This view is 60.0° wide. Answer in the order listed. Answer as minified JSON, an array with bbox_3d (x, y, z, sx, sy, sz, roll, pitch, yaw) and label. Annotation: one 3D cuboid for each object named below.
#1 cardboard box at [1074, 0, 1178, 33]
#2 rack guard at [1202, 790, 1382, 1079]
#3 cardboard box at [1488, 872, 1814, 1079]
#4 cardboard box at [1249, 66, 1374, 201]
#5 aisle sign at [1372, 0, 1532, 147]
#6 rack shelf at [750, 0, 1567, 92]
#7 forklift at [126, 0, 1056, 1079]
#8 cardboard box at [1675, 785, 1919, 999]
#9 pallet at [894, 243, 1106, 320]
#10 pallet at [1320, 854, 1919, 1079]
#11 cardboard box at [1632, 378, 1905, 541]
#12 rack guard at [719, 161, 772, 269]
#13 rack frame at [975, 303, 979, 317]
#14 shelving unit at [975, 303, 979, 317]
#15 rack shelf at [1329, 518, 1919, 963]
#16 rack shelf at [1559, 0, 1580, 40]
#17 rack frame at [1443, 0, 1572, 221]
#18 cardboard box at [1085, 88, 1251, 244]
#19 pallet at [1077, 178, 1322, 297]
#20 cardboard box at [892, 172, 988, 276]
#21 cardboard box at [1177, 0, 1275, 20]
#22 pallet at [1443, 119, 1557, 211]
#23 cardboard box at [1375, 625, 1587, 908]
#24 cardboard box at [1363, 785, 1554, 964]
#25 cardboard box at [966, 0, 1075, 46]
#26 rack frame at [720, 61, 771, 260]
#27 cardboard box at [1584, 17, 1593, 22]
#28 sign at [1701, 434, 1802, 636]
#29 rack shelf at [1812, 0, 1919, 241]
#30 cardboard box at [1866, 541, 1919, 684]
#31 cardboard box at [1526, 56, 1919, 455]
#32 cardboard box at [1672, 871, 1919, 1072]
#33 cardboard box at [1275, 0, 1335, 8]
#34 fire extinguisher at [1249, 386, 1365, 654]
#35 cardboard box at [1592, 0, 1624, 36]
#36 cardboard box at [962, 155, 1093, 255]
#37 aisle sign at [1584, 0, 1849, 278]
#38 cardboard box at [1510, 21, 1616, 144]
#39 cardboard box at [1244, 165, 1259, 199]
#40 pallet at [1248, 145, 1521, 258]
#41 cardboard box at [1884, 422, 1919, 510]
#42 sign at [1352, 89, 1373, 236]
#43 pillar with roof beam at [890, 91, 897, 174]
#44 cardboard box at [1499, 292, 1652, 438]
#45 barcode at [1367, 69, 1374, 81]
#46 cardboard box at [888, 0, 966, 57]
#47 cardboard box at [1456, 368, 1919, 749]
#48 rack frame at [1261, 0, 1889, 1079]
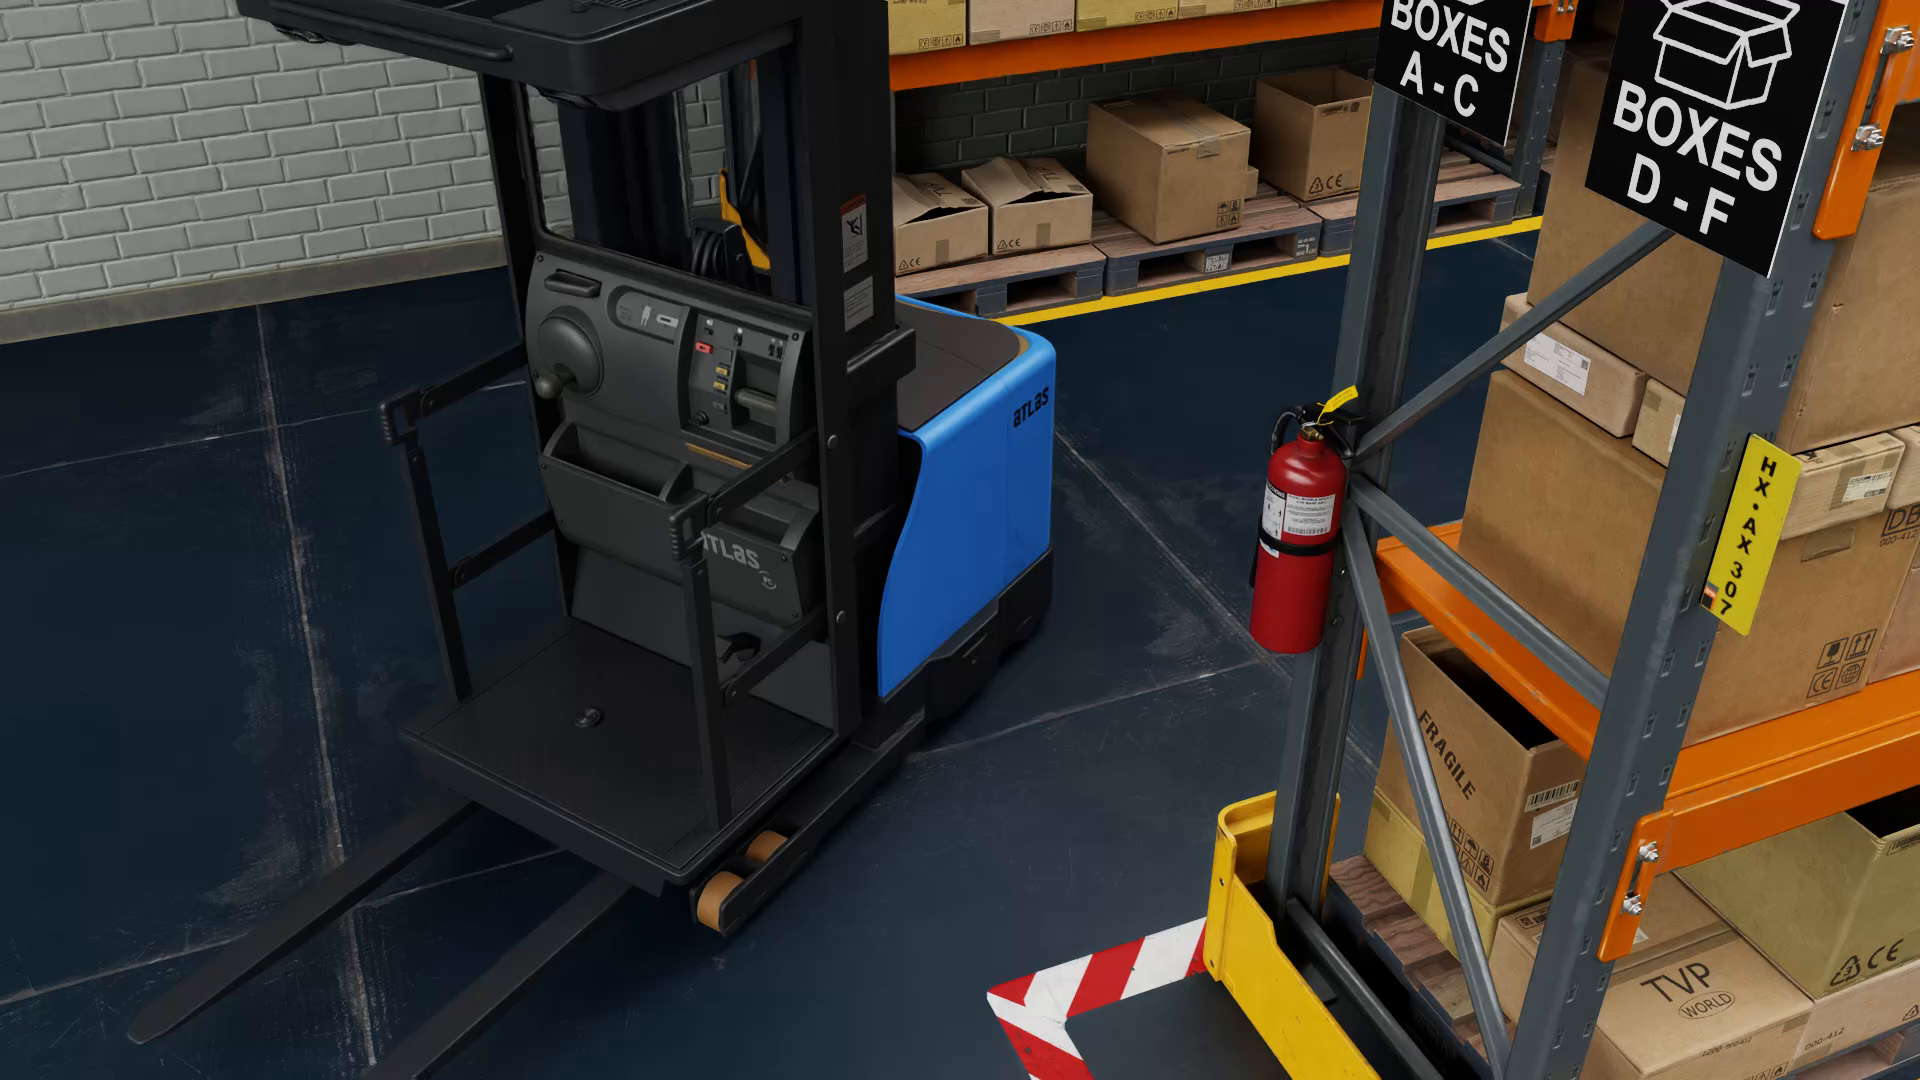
[{"bbox_3d":[0.641,-2.490,7.445,0.500,0.250,0.500,-13,35,-20],"label":"cardboard box"},{"bbox_3d":[1.022,1.164,4.003,0.348,0.500,1.175,-13,35,-19],"label":"rack guard"},{"bbox_3d":[1.625,1.086,3.967,0.500,0.250,0.500,-13,35,-19],"label":"cardboard box"},{"bbox_3d":[1.870,-2.121,8.648,0.500,0.500,0.500,-16,36,-22],"label":"cardboard box"},{"bbox_3d":[0.870,-1.113,2.826,0.004,0.787,0.394,-13,35,-19],"label":"aisle sign"},{"bbox_3d":[0.967,-2.500,8.002,4.000,0.370,1.077,-13,35,-19],"label":"rack shelf"},{"bbox_3d":[-0.906,-0.442,4.241,1.130,2.935,3.031,20,38,27],"label":"forklift"},{"bbox_3d":[2.085,0.665,3.926,0.500,0.500,0.500,-13,35,-19],"label":"cardboard box"},{"bbox_3d":[-0.044,-1.380,8.178,1.213,0.211,1.003,-13,35,-19],"label":"pallet"},{"bbox_3d":[1.733,1.097,4.370,1.213,0.211,1.003,-13,35,-19],"label":"pallet"},{"bbox_3d":[1.489,-0.177,3.086,0.250,0.149,0.380,-13,35,-19],"label":"cardboard box"},{"bbox_3d":[-0.807,-1.348,7.863,0.348,0.500,1.175,-13,35,-19],"label":"rack guard"},{"bbox_3d":[0.101,-0.400,6.040,0.006,0.900,0.240,-13,35,-19],"label":"rack frame"},{"bbox_3d":[0.007,-0.379,6.007,0.210,0.900,0.258,-13,35,-19],"label":"shelving unit"},{"bbox_3d":[2.888,-0.010,4.174,4.000,0.370,1.077,-13,35,-19],"label":"rack shelf"},{"bbox_3d":[4.655,-3.345,9.299,4.000,0.370,1.077,-13,35,-19],"label":"rack shelf"},{"bbox_3d":[2.811,-3.224,8.454,0.127,3.000,1.000,-13,35,-19],"label":"rack frame"},{"bbox_3d":[1.017,-1.867,8.257,0.500,0.500,0.700,-15,36,-22],"label":"cardboard box"},{"bbox_3d":[1.079,-1.636,8.570,1.213,0.211,1.003,-13,35,-19],"label":"pallet"},{"bbox_3d":[-0.204,-1.538,7.925,0.500,0.311,0.500,-17,37,-24],"label":"cardboard box"},{"bbox_3d":[1.108,-2.595,7.607,0.500,0.250,0.500,-13,35,-19],"label":"cardboard box"},{"bbox_3d":[3.528,-2.220,9.469,1.213,0.211,1.003,-13,35,-19],"label":"pallet"},{"bbox_3d":[1.423,0.510,4.164,0.500,0.500,0.500,-13,35,-19],"label":"cardboard box"},{"bbox_3d":[1.424,0.826,4.367,0.500,0.250,0.500,-13,35,-19],"label":"cardboard box"},{"bbox_3d":[0.169,-2.385,7.284,0.500,0.250,0.500,-14,36,-20],"label":"cardboard box"},{"bbox_3d":[-0.877,-2.379,7.156,0.127,3.000,1.000,-13,35,-19],"label":"rack frame"},{"bbox_3d":[3.940,-2.659,9.474,0.500,0.500,0.700,-14,35,-20],"label":"cardboard box"},{"bbox_3d":[1.253,-0.005,2.641,0.005,0.325,0.100,-13,35,-19],"label":"sign"},{"bbox_3d":[2.888,-1.267,3.356,4.000,0.370,1.077,-13,35,-19],"label":"rack shelf"},{"bbox_3d":[1.962,-0.136,3.618,0.500,0.500,0.700,-12,35,-18],"label":"cardboard box"},{"bbox_3d":[1.528,-0.578,3.107,0.500,0.500,0.700,-13,35,-19],"label":"cardboard box"},{"bbox_3d":[2.084,0.979,4.132,0.500,0.250,0.500,-13,35,-19],"label":"cardboard box"},{"bbox_3d":[1.571,-2.702,7.771,0.500,0.250,0.500,-13,35,-19],"label":"cardboard box"},{"bbox_3d":[0.755,-0.065,3.671,0.183,0.674,0.296,-13,35,-19],"label":"fire extinguisher"},{"bbox_3d":[3.888,-2.933,9.209,0.500,0.250,0.500,-14,35,-20],"label":"cardboard box"},{"bbox_3d":[0.321,-1.658,8.110,0.500,0.311,0.500,-10,34,-15],"label":"cardboard box"},{"bbox_3d":[1.102,-0.811,2.362,0.004,0.787,0.394,-13,35,-19],"label":"aisle sign"},{"bbox_3d":[3.483,-2.524,9.268,0.500,0.500,0.700,-12,35,-17],"label":"cardboard box"},{"bbox_3d":[1.329,-1.886,8.608,0.250,0.149,0.380,-16,36,-23],"label":"cardboard box"},{"bbox_3d":[2.205,-1.895,8.970,1.213,0.211,1.003,-13,35,-19],"label":"pallet"},{"bbox_3d":[1.732,-0.235,3.174,0.250,0.149,0.380,-14,36,-20],"label":"cardboard box"},{"bbox_3d":[0.847,-0.750,3.373,0.005,0.325,0.100,-13,35,-19],"label":"sign"},{"bbox_3d":[1.100,-3.312,3.089,0.400,9.000,9.100,-13,35,-19],"label":"pillar with roof beam"},{"bbox_3d":[1.323,-0.379,3.396,0.250,0.149,0.380,-13,35,-20],"label":"cardboard box"},{"bbox_3d":[2.220,-2.501,8.939,0.075,0.075,0.001,-13,35,-19],"label":"barcode"},{"bbox_3d":[-0.304,-2.268,7.105,0.500,0.250,0.500,-14,36,-20],"label":"cardboard box"},{"bbox_3d":[1.479,-0.023,3.444,0.500,0.500,0.700,-13,35,-19],"label":"cardboard box"},{"bbox_3d":[1.044,0.111,3.329,0.127,3.000,1.000,-13,35,-19],"label":"rack frame"}]
